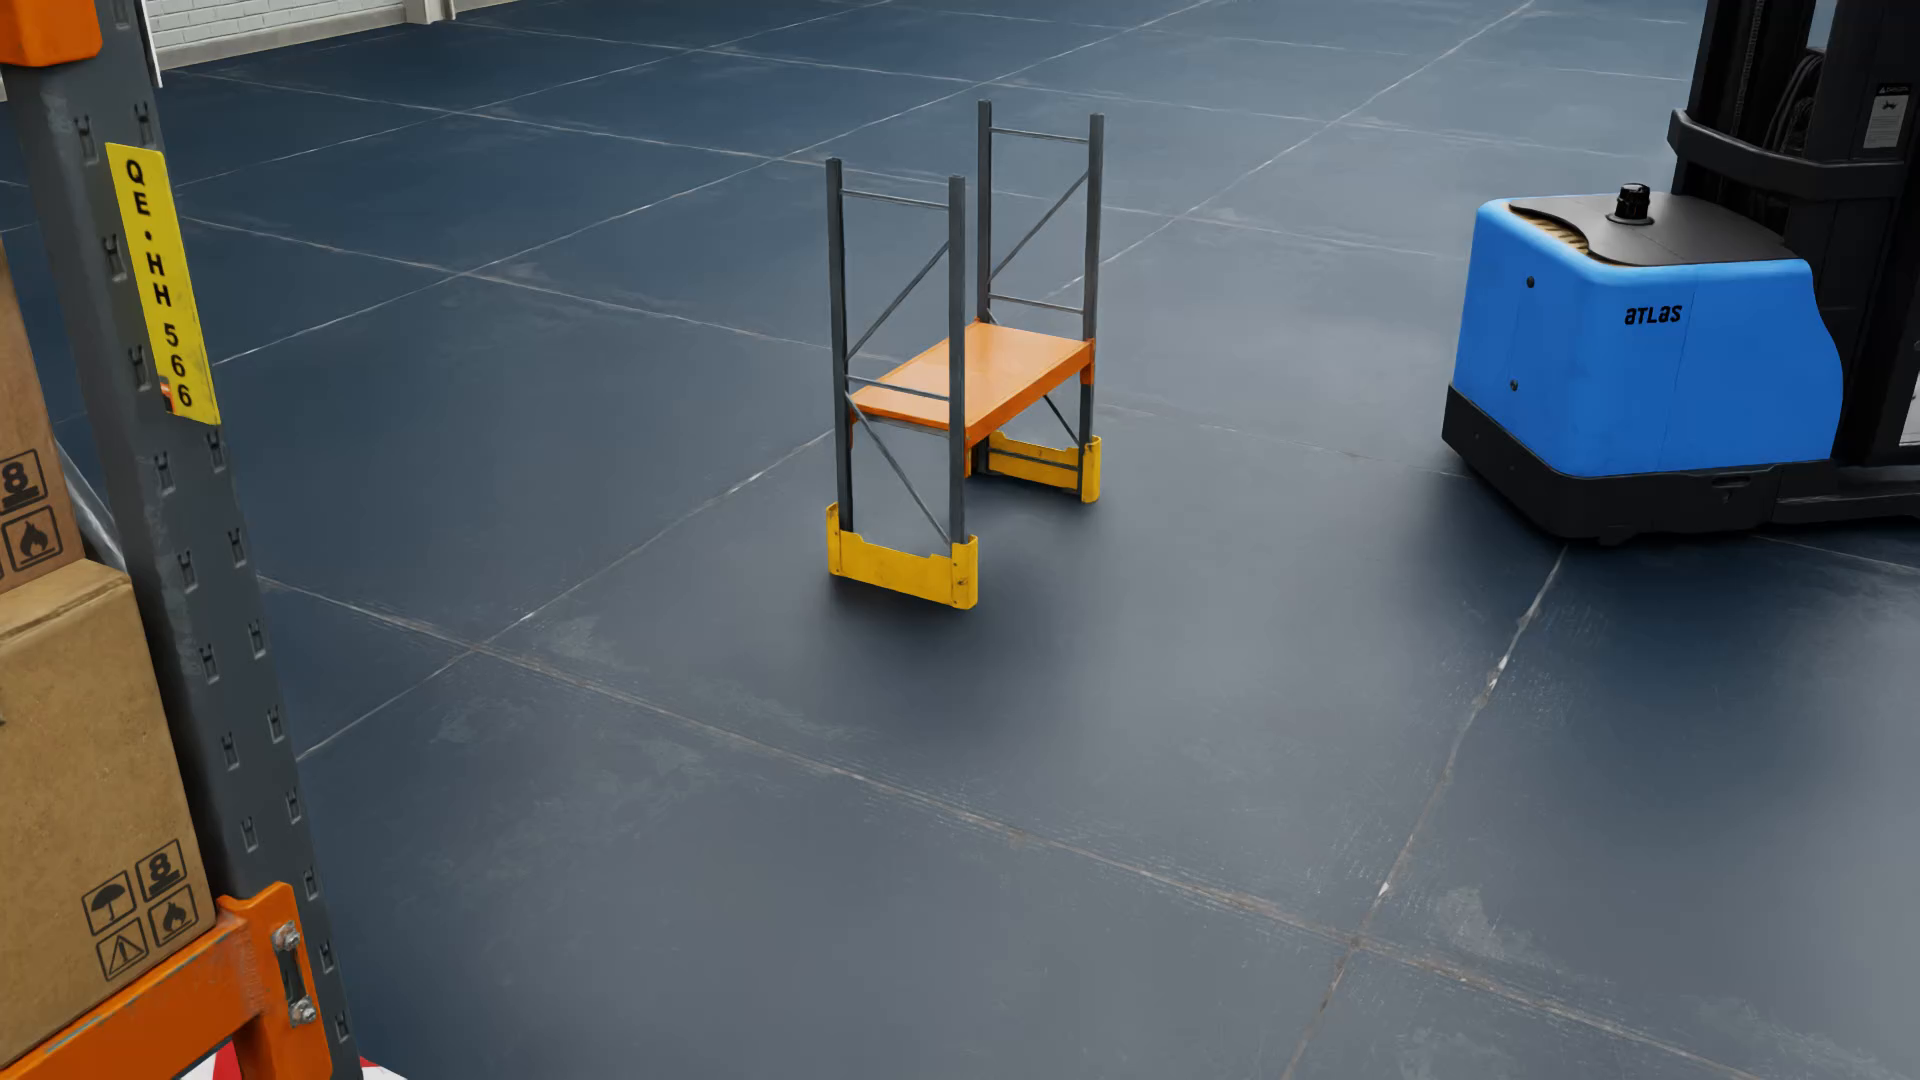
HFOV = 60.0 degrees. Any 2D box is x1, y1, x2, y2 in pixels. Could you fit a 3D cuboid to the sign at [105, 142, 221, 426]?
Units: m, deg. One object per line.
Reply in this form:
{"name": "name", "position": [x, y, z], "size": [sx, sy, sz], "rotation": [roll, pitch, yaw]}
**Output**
{"name": "sign", "position": [-0.922, -0.292, 1.924], "size": [0.100, 0.325, 0.005], "rotation": [14, 30, 26]}

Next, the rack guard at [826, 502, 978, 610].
{"name": "rack guard", "position": [-0.207, 0.053, 5.866], "size": [0.587, 0.250, 0.087], "rotation": [14, 30, 26]}

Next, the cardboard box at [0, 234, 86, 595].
{"name": "cardboard box", "position": [-1.604, -0.207, 1.938], "size": [0.875, 0.550, 0.550], "rotation": [14, 30, 26]}

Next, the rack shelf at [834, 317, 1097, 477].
{"name": "rack shelf", "position": [0.042, -0.543, 6.061], "size": [0.538, 0.185, 1.000], "rotation": [14, 30, 26]}

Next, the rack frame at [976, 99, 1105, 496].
{"name": "rack frame", "position": [0.292, -0.902, 6.376], "size": [0.500, 1.500, 0.032], "rotation": [14, 30, 26]}

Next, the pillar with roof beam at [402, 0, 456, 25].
{"name": "pillar with roof beam", "position": [-1.547, -8.274, 12.725], "size": [9.100, 9.000, 0.400], "rotation": [14, 30, 26]}

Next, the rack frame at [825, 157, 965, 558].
{"name": "rack frame", "position": [-0.208, -0.506, 5.585], "size": [0.500, 1.500, 0.032], "rotation": [14, 30, 26]}

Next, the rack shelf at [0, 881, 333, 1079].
{"name": "rack shelf", "position": [-2.372, 1.308, 1.089], "size": [1.077, 0.370, 4.000], "rotation": [14, 30, 26]}

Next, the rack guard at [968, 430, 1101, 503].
{"name": "rack guard", "position": [0.282, -0.336, 6.641], "size": [0.587, 0.250, 0.087], "rotation": [14, 30, 26]}

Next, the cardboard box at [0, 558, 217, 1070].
{"name": "cardboard box", "position": [-1.531, 0.295, 2.143], "size": [0.875, 0.550, 0.550], "rotation": [14, 30, 26]}

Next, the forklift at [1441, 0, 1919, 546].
{"name": "forklift", "position": [3.575, -1.593, 6.157], "size": [3.031, 2.935, 1.130], "rotation": [-5, 27, -9]}

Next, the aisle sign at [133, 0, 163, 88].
{"name": "aisle sign", "position": [-1.092, -0.917, 1.827], "size": [0.394, 0.787, 0.004], "rotation": [14, 30, 26]}

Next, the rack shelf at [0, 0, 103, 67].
{"name": "rack shelf", "position": [-2.372, -0.033, 0.418], "size": [1.077, 0.370, 4.000], "rotation": [14, 30, 26]}

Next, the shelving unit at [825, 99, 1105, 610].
{"name": "shelving unit", "position": [0.037, -0.700, 5.974], "size": [0.587, 1.500, 1.083], "rotation": [14, 30, 26]}
